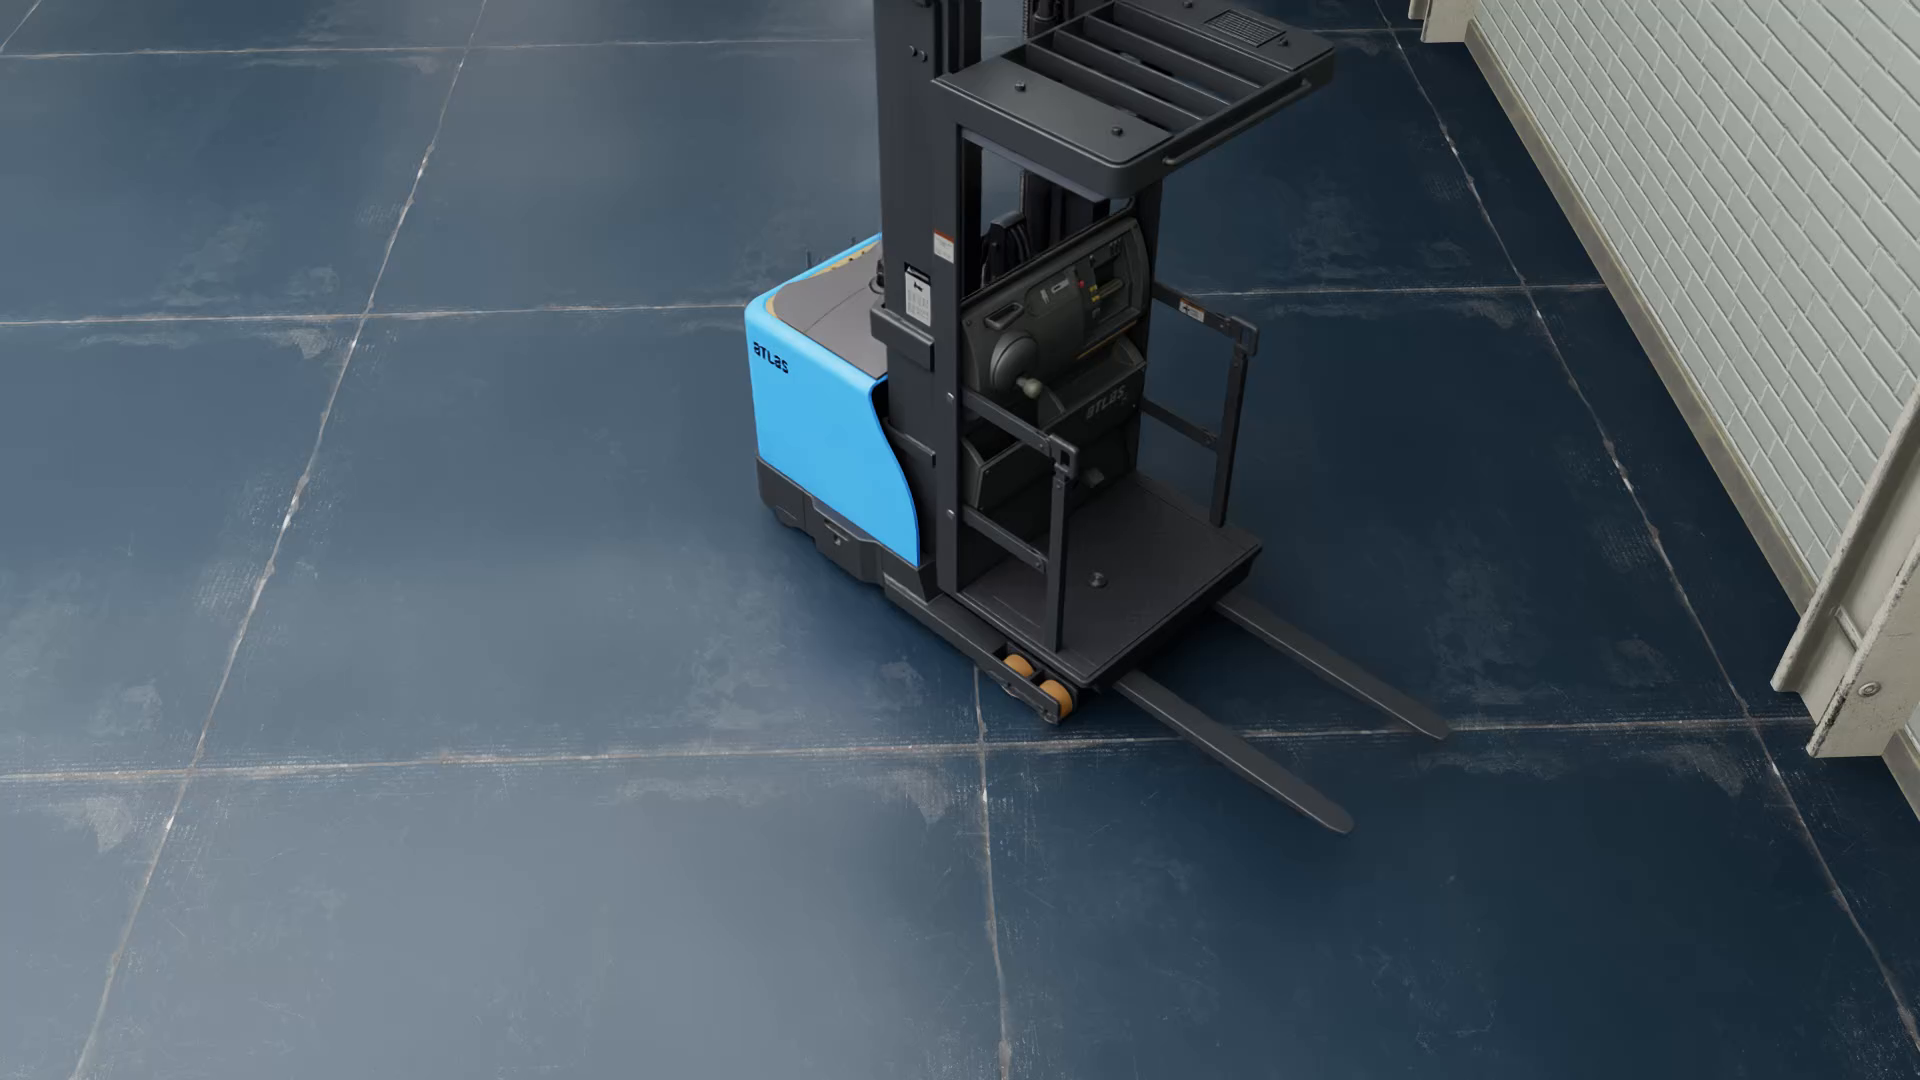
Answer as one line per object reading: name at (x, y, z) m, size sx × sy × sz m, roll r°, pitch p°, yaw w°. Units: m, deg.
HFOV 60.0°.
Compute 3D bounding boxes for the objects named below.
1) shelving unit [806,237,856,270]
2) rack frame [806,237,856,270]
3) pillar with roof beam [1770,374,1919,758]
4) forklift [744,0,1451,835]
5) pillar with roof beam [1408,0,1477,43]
shelving unit at (-0.518, -0.914, 7.579) m, size 0.258 × 0.900 × 0.210 m, roll -21°, pitch 46°, yaw -21°
rack frame at (-0.568, -0.973, 7.645) m, size 0.240 × 0.900 × 0.006 m, roll -21°, pitch 46°, yaw -21°
pillar with roof beam at (-0.908, -2.502, 3.320) m, size 9.100 × 9.000 × 0.400 m, roll -2°, pitch 43°, yaw -2°
forklift at (0.510, -0.770, 5.921) m, size 3.031 × 2.935 × 1.130 m, roll 34°, pitch 52°, yaw 31°
pillar with roof beam at (-1.162, -6.553, 7.739) m, size 9.100 × 9.000 × 0.400 m, roll -2°, pitch 43°, yaw -2°
